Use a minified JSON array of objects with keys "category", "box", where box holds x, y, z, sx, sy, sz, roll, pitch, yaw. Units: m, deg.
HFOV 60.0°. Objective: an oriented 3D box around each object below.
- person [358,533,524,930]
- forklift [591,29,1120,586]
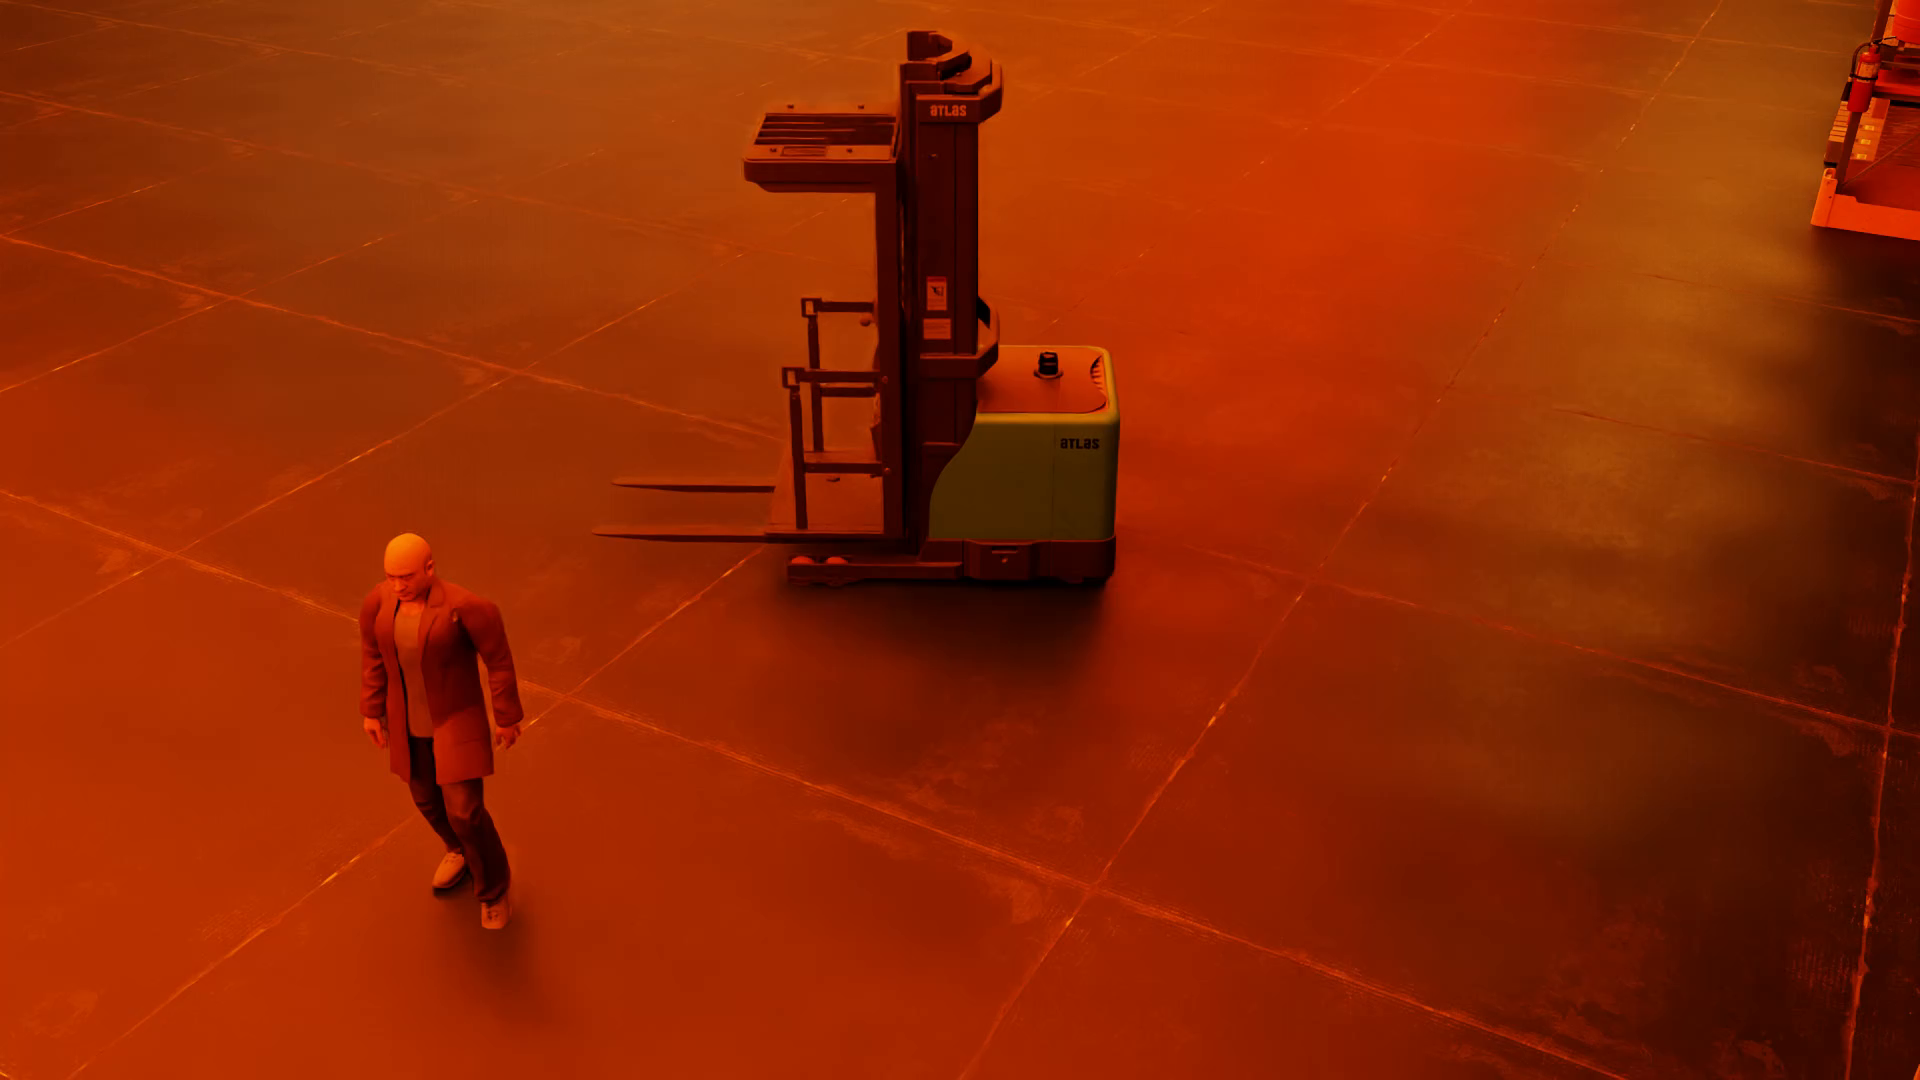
[{"category":"person","box":[-2.175,0.791,6.948,0.699,1.828,0.559,7,31,12]},{"category":"forklift","box":[-0.618,-1.268,9.268,3.031,2.935,1.130,1,30,1]}]
